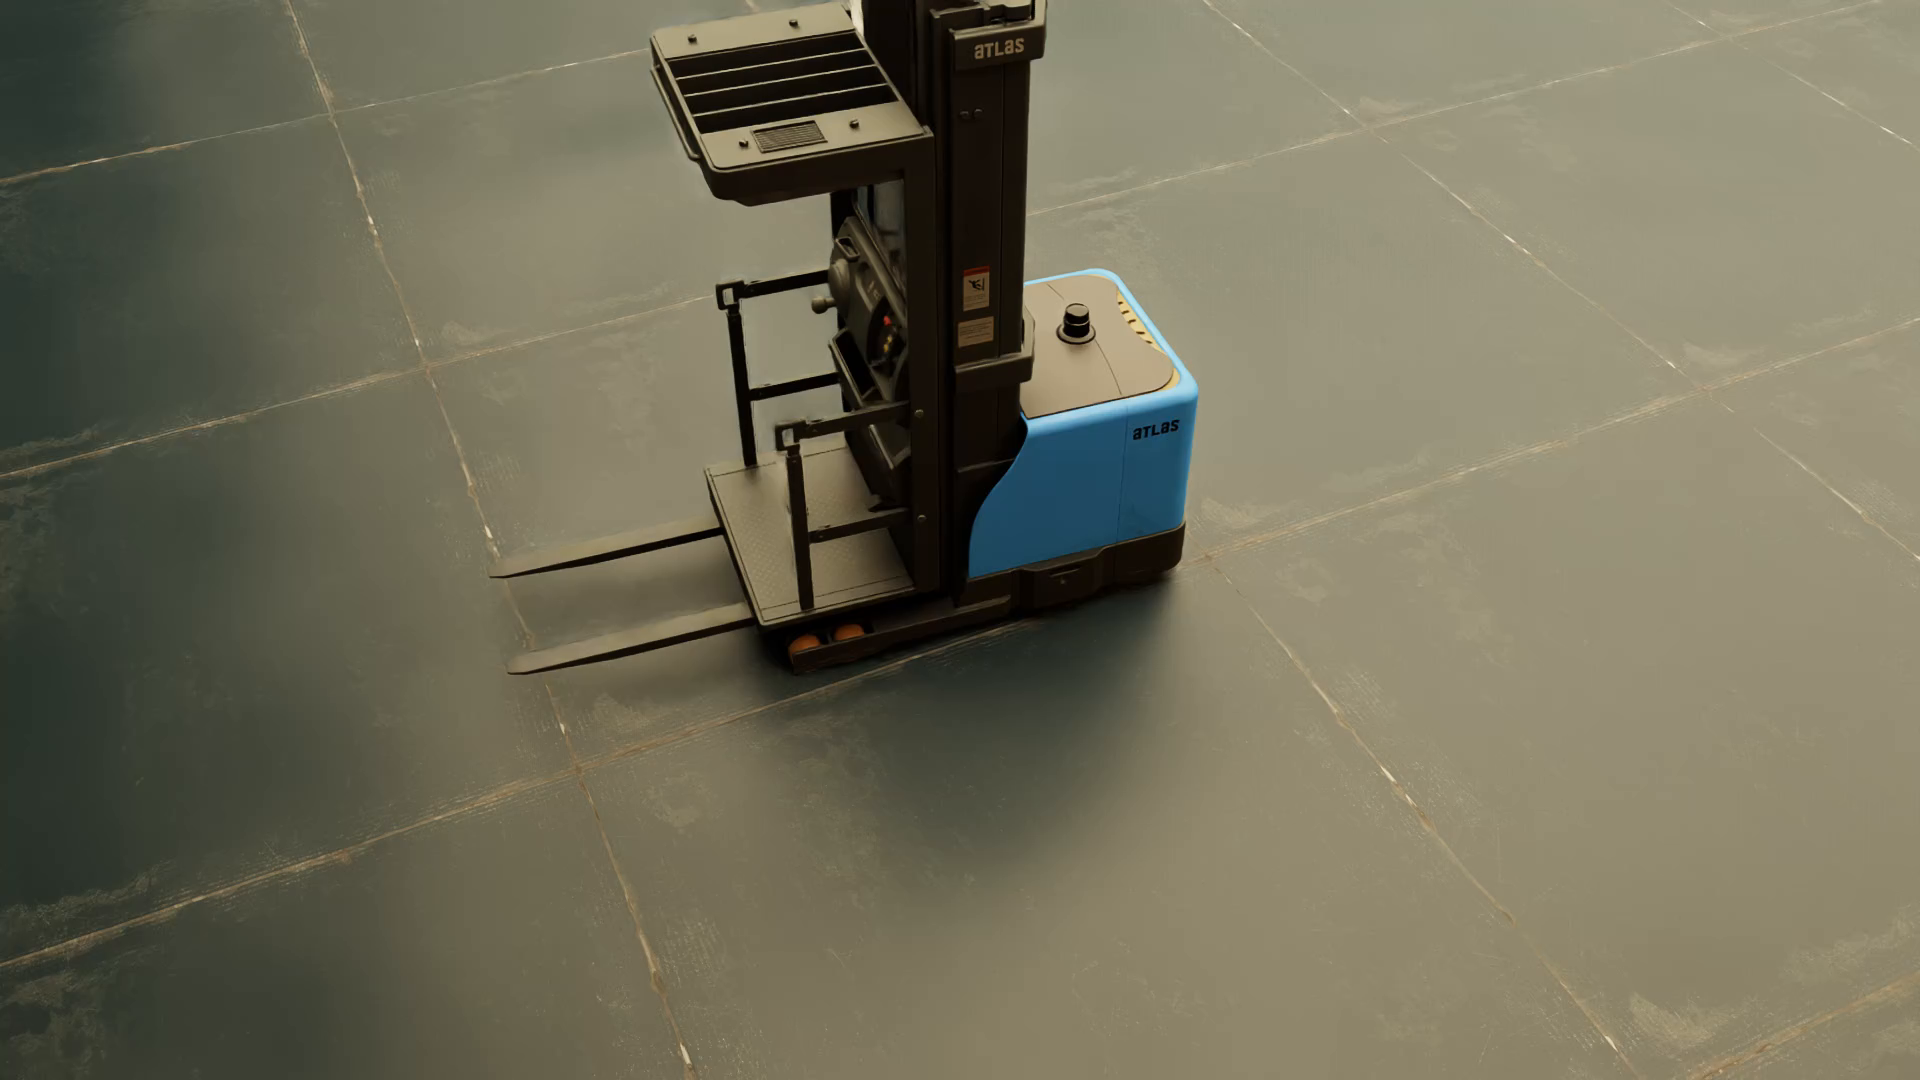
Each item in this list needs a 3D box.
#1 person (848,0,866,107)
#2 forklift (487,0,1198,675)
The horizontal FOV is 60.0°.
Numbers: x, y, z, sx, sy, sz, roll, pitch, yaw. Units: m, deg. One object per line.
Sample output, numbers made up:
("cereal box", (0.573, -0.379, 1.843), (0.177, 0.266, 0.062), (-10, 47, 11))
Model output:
("person", (-0.302, -2.965, 9.776), (0.763, 1.667, 0.862), (-9, 44, -10))
("forklift", (-0.557, -0.906, 6.651), (3.031, 2.935, 1.130), (-13, 45, -14))
